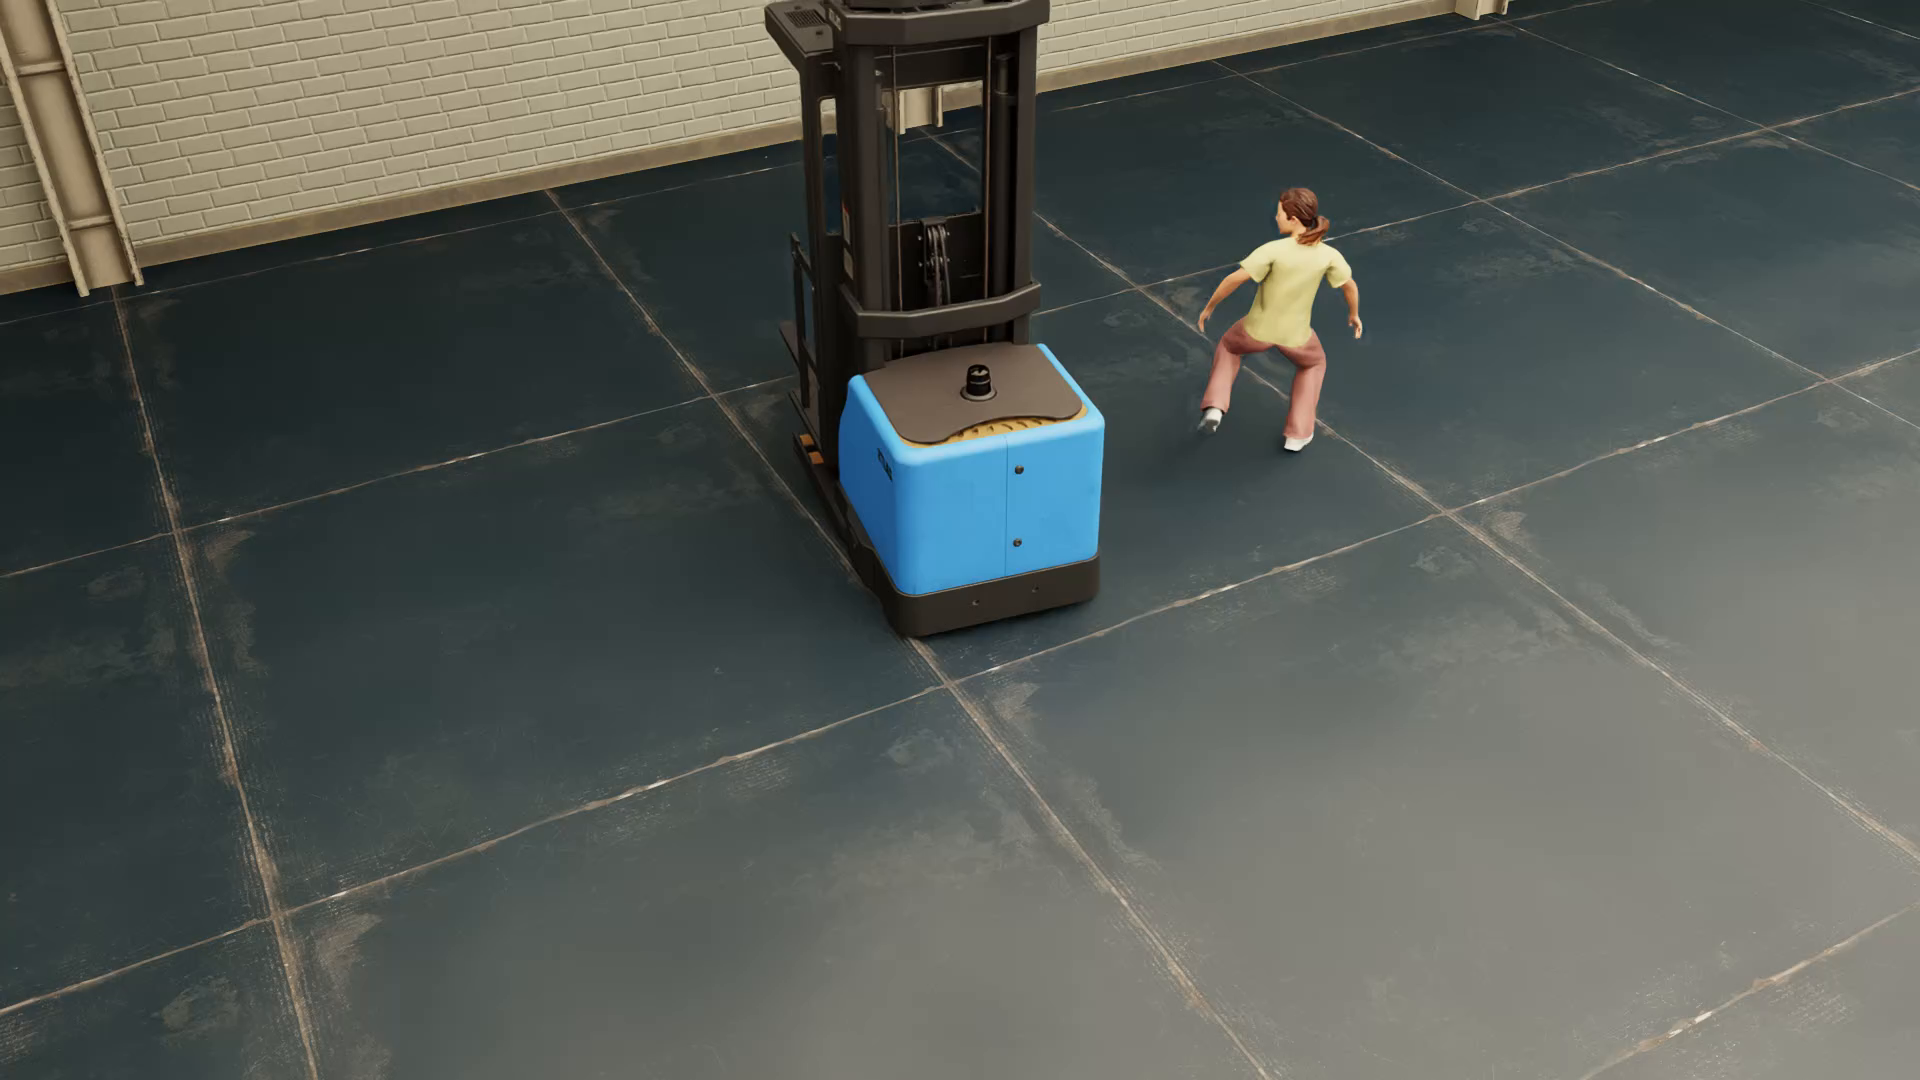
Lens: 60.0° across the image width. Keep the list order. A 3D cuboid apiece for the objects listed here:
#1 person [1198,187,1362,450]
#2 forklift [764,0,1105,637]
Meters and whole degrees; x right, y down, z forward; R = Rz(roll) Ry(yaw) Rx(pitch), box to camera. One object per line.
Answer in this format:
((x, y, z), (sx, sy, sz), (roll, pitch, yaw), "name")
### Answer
((1.741, -1.169, 9.024), (0.890, 1.541, 0.496), (5, 36, 7), "person")
((-0.286, -1.586, 8.367), (1.130, 2.935, 3.031), (-11, 37, -16), "forklift")
